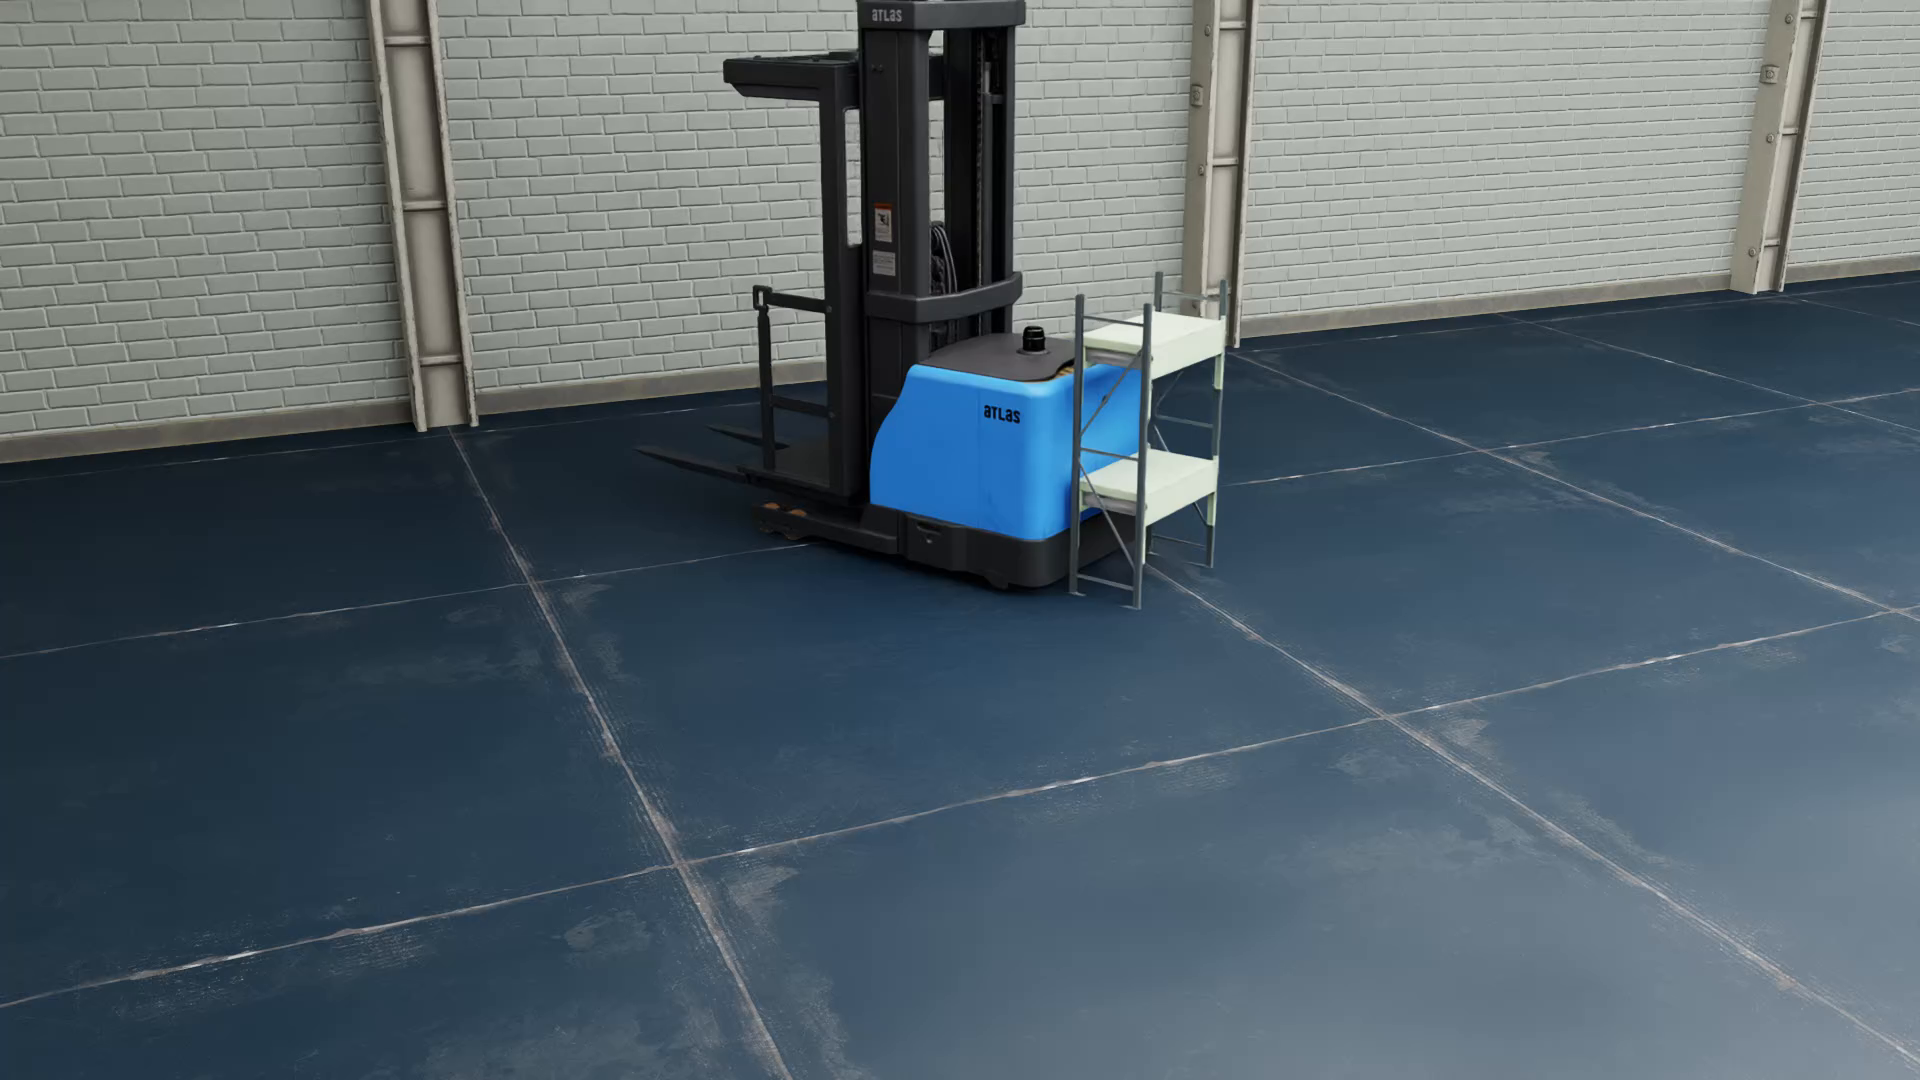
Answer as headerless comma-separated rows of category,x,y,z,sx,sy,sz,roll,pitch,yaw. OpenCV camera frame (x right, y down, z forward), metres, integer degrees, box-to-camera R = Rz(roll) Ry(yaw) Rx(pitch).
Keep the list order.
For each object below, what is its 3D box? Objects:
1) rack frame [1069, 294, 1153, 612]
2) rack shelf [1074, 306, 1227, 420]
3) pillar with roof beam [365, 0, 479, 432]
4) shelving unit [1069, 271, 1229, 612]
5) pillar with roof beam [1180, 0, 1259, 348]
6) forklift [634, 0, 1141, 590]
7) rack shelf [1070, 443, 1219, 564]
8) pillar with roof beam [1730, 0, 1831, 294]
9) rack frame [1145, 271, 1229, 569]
rack frame,0.709,-0.403,7.909,0.400,1.500,0.023,14,24,34
rack shelf,0.926,-0.869,8.058,0.431,0.370,0.720,14,24,34
pillar with roof beam,-1.781,-3.724,6.048,0.400,9.000,9.100,-8,21,-22
shelving unit,0.926,-0.501,8.187,0.431,1.500,0.755,14,24,34
pillar with roof beam,3.728,-4.513,8.290,0.400,9.000,9.100,-8,21,-22
forklift,-0.527,-1.507,8.890,3.031,2.935,1.130,14,24,34
rack shelf,0.926,-0.194,8.296,0.431,0.370,0.720,14,24,34
pillar with roof beam,9.238,-5.302,10.532,0.400,9.000,9.100,-8,21,-22
rack frame,1.143,-0.599,8.465,0.400,1.500,0.023,14,24,34
